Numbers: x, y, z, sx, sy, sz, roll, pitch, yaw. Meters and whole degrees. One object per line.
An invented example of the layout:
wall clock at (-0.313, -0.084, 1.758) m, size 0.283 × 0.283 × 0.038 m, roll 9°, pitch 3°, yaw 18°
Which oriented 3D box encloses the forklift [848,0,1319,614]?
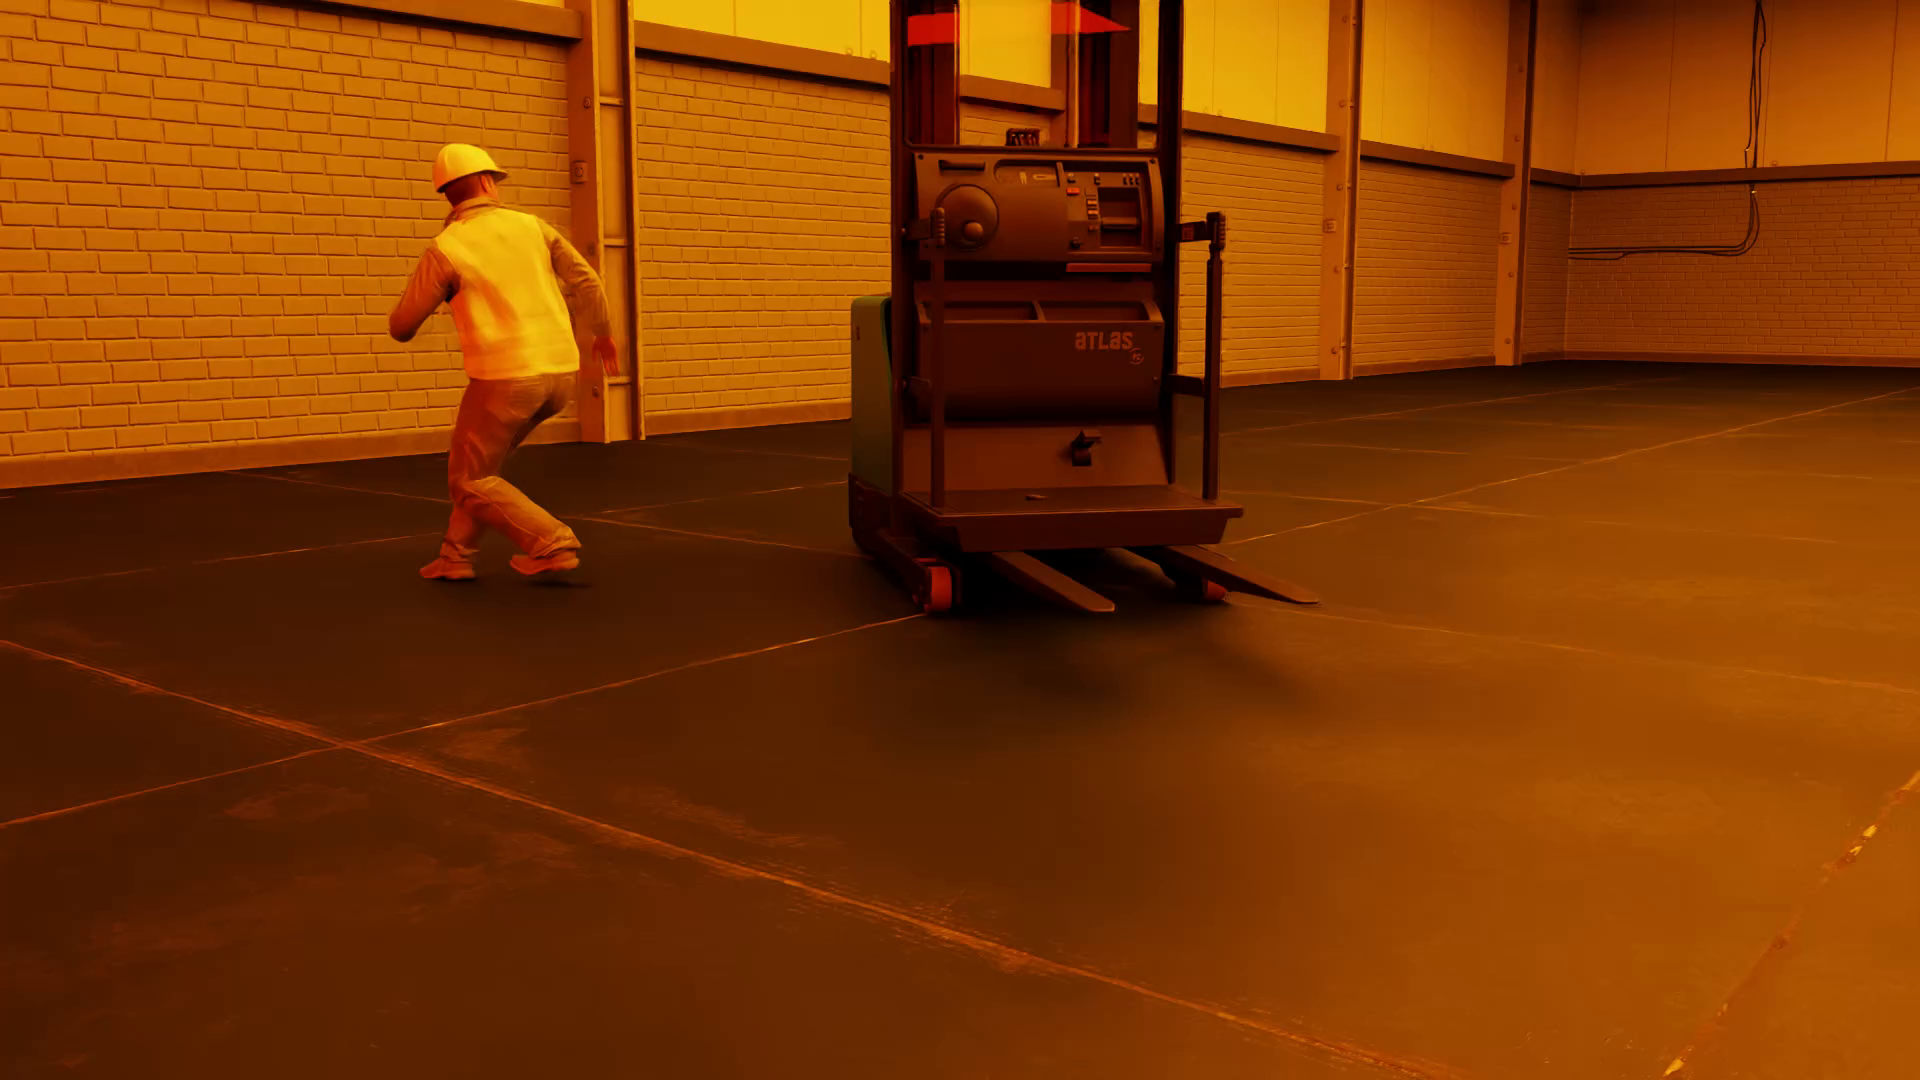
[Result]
forklift at (0.344, -1.259, 5.887) m, size 1.130 × 2.935 × 3.031 m, roll -2°, pitch 9°, yaw -13°

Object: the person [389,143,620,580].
person at (-1.751, -0.660, 6.334) m, size 0.807 × 1.648 × 0.818 m, roll 5°, pitch 10°, yaw 32°
